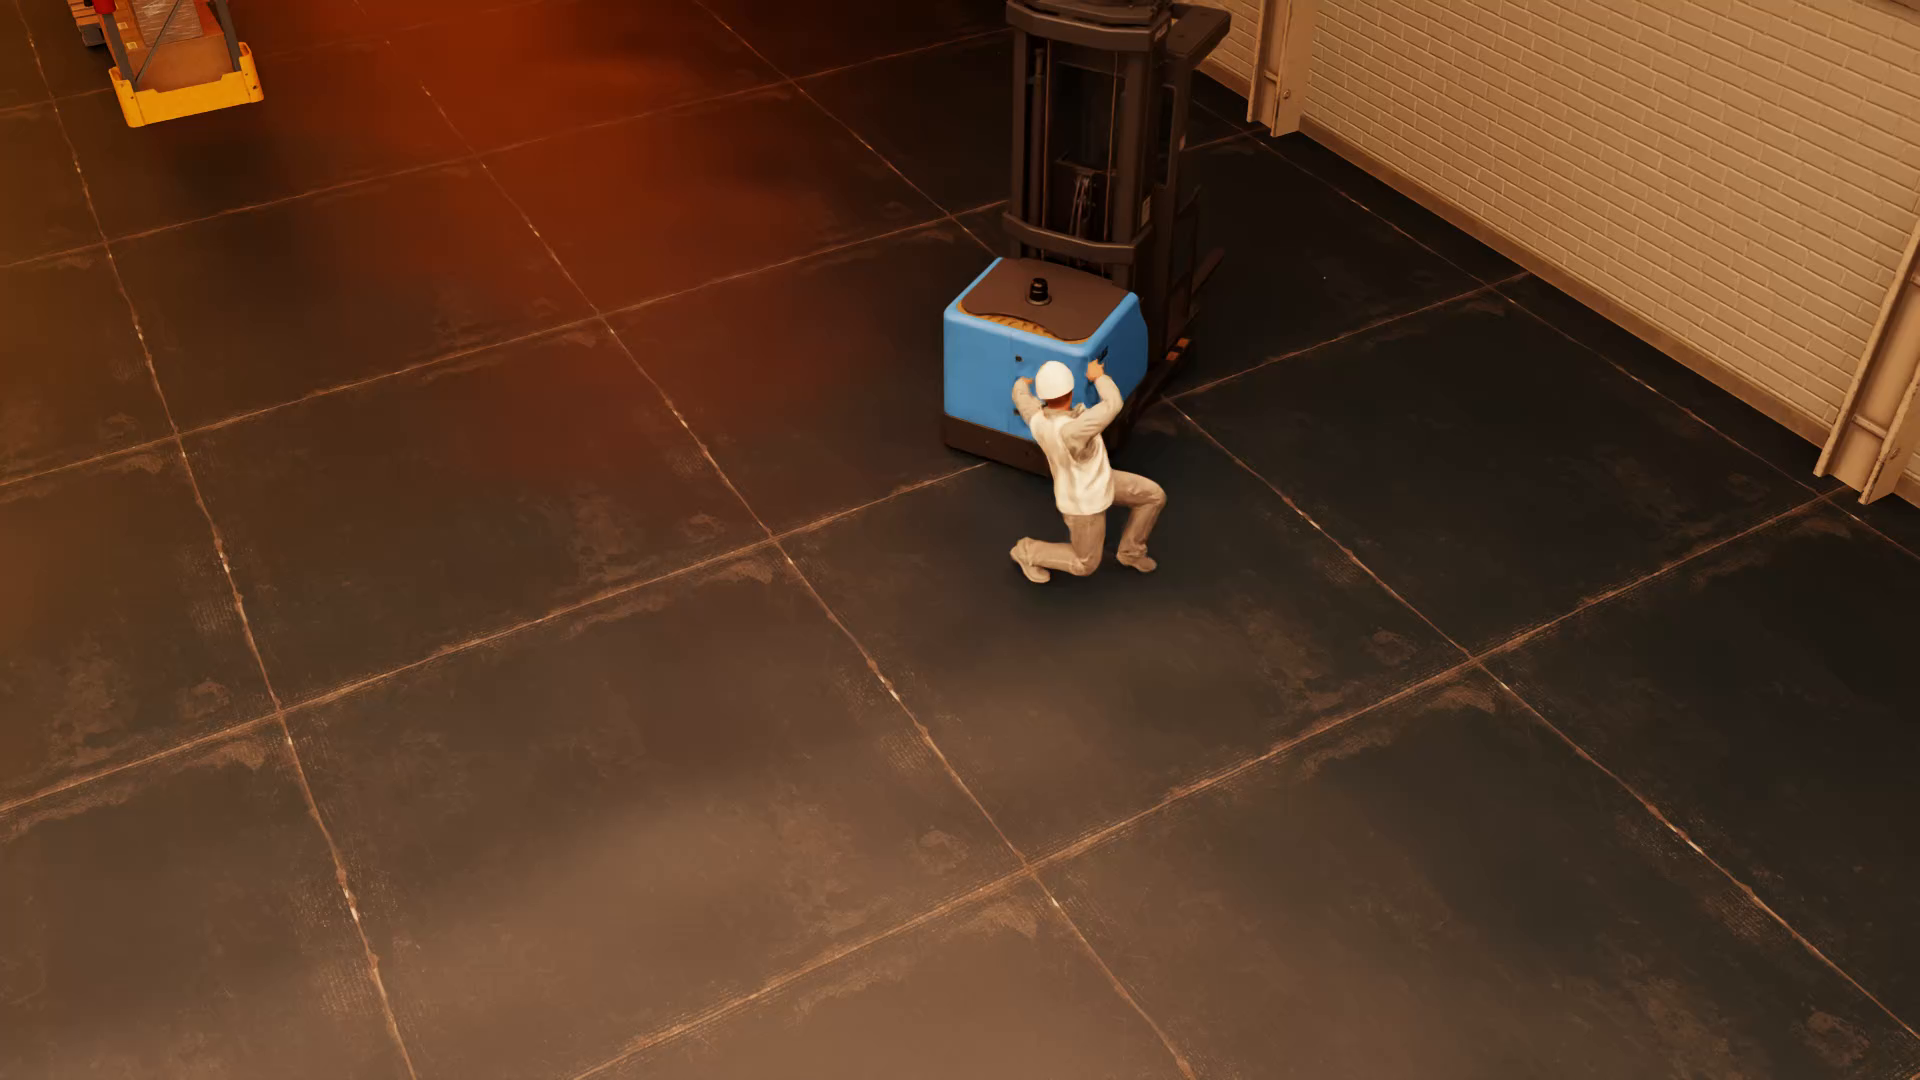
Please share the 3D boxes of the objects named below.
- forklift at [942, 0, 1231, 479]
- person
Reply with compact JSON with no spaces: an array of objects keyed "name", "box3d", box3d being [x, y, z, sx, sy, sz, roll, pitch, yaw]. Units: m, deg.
[{"name":"forklift","box3d":[1.019,-2.418,10.951,1.130,2.935,3.031,19,43,21]},{"name":"person","box3d":[0.756,-0.513,9.817,0.918,1.477,1.012,-1,40,-1]}]
